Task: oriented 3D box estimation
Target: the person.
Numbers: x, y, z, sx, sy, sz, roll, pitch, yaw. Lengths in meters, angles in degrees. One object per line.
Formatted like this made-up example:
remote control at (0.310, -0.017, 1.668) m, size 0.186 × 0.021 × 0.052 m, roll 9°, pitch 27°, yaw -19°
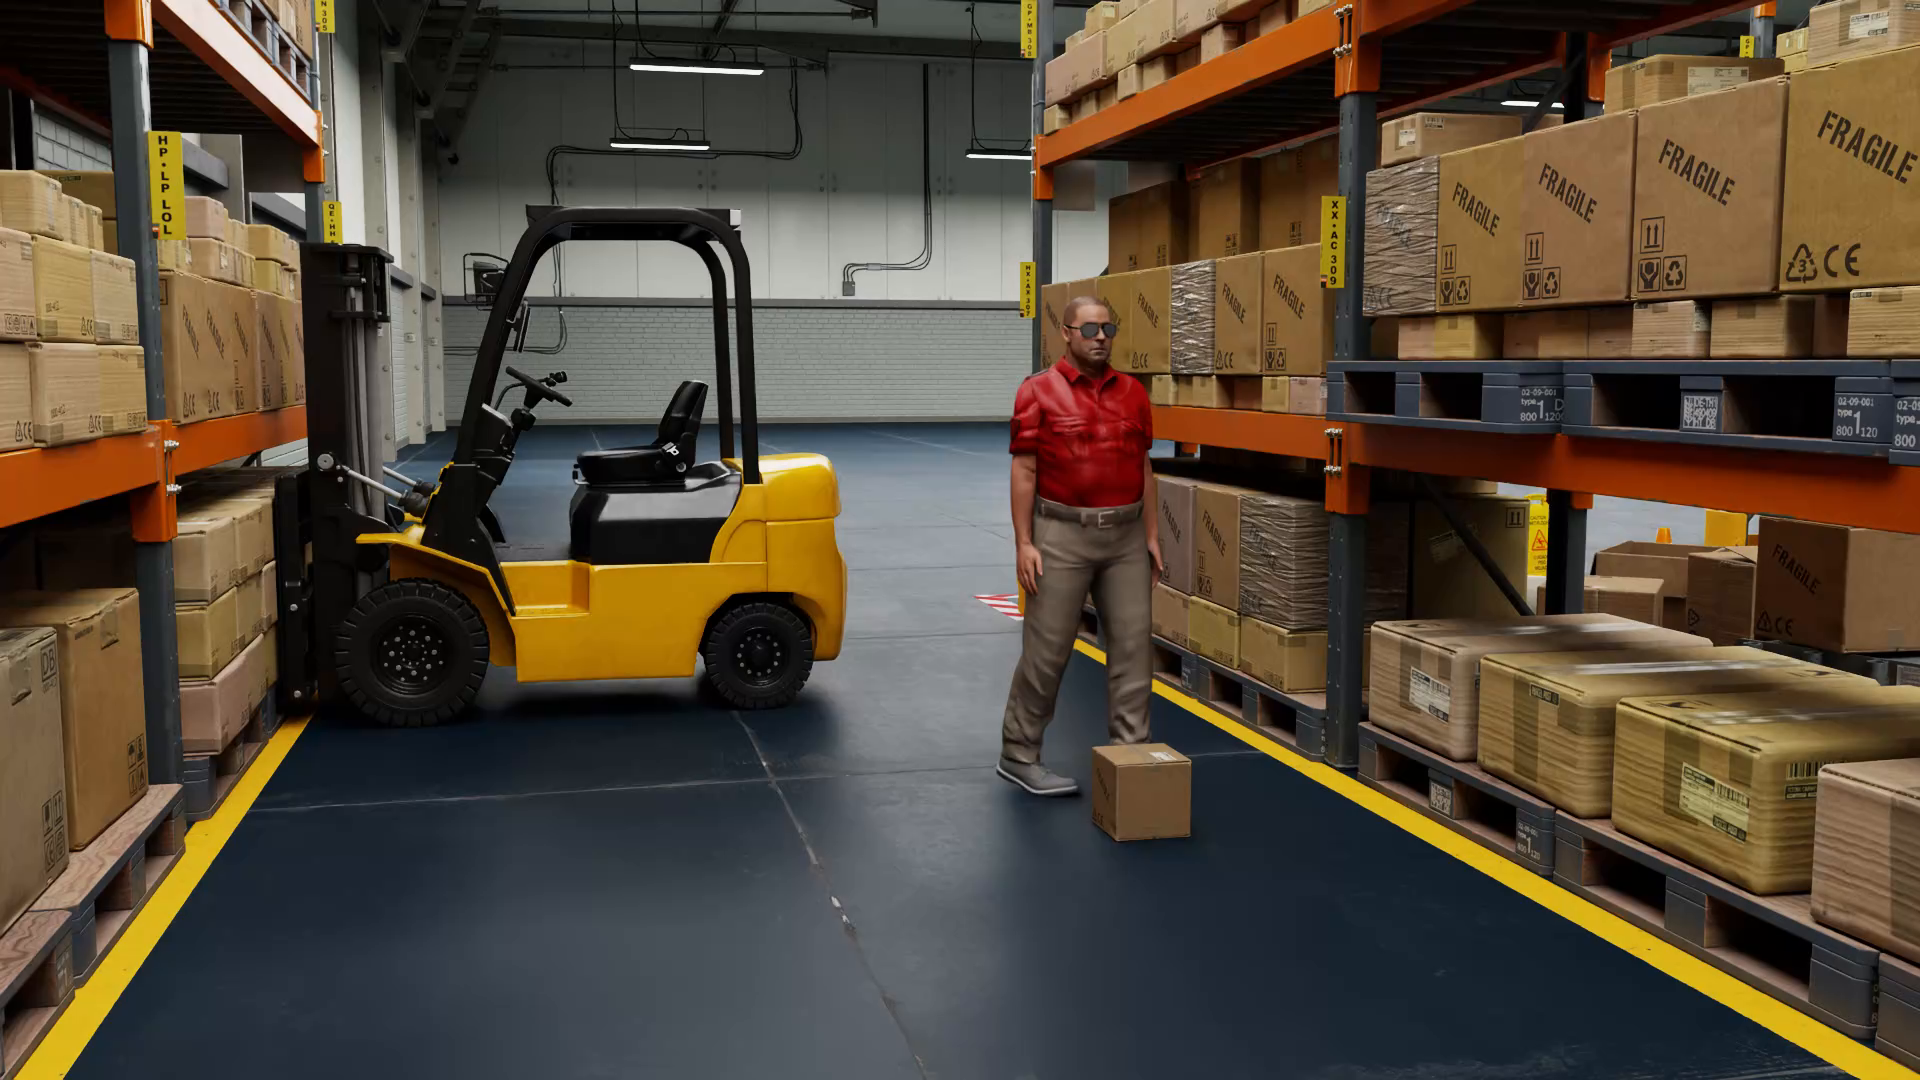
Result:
person at (0.472, 0.034, 5.731) m, size 0.559 × 1.740 × 0.578 m, roll -2°, pitch 7°, yaw -22°
